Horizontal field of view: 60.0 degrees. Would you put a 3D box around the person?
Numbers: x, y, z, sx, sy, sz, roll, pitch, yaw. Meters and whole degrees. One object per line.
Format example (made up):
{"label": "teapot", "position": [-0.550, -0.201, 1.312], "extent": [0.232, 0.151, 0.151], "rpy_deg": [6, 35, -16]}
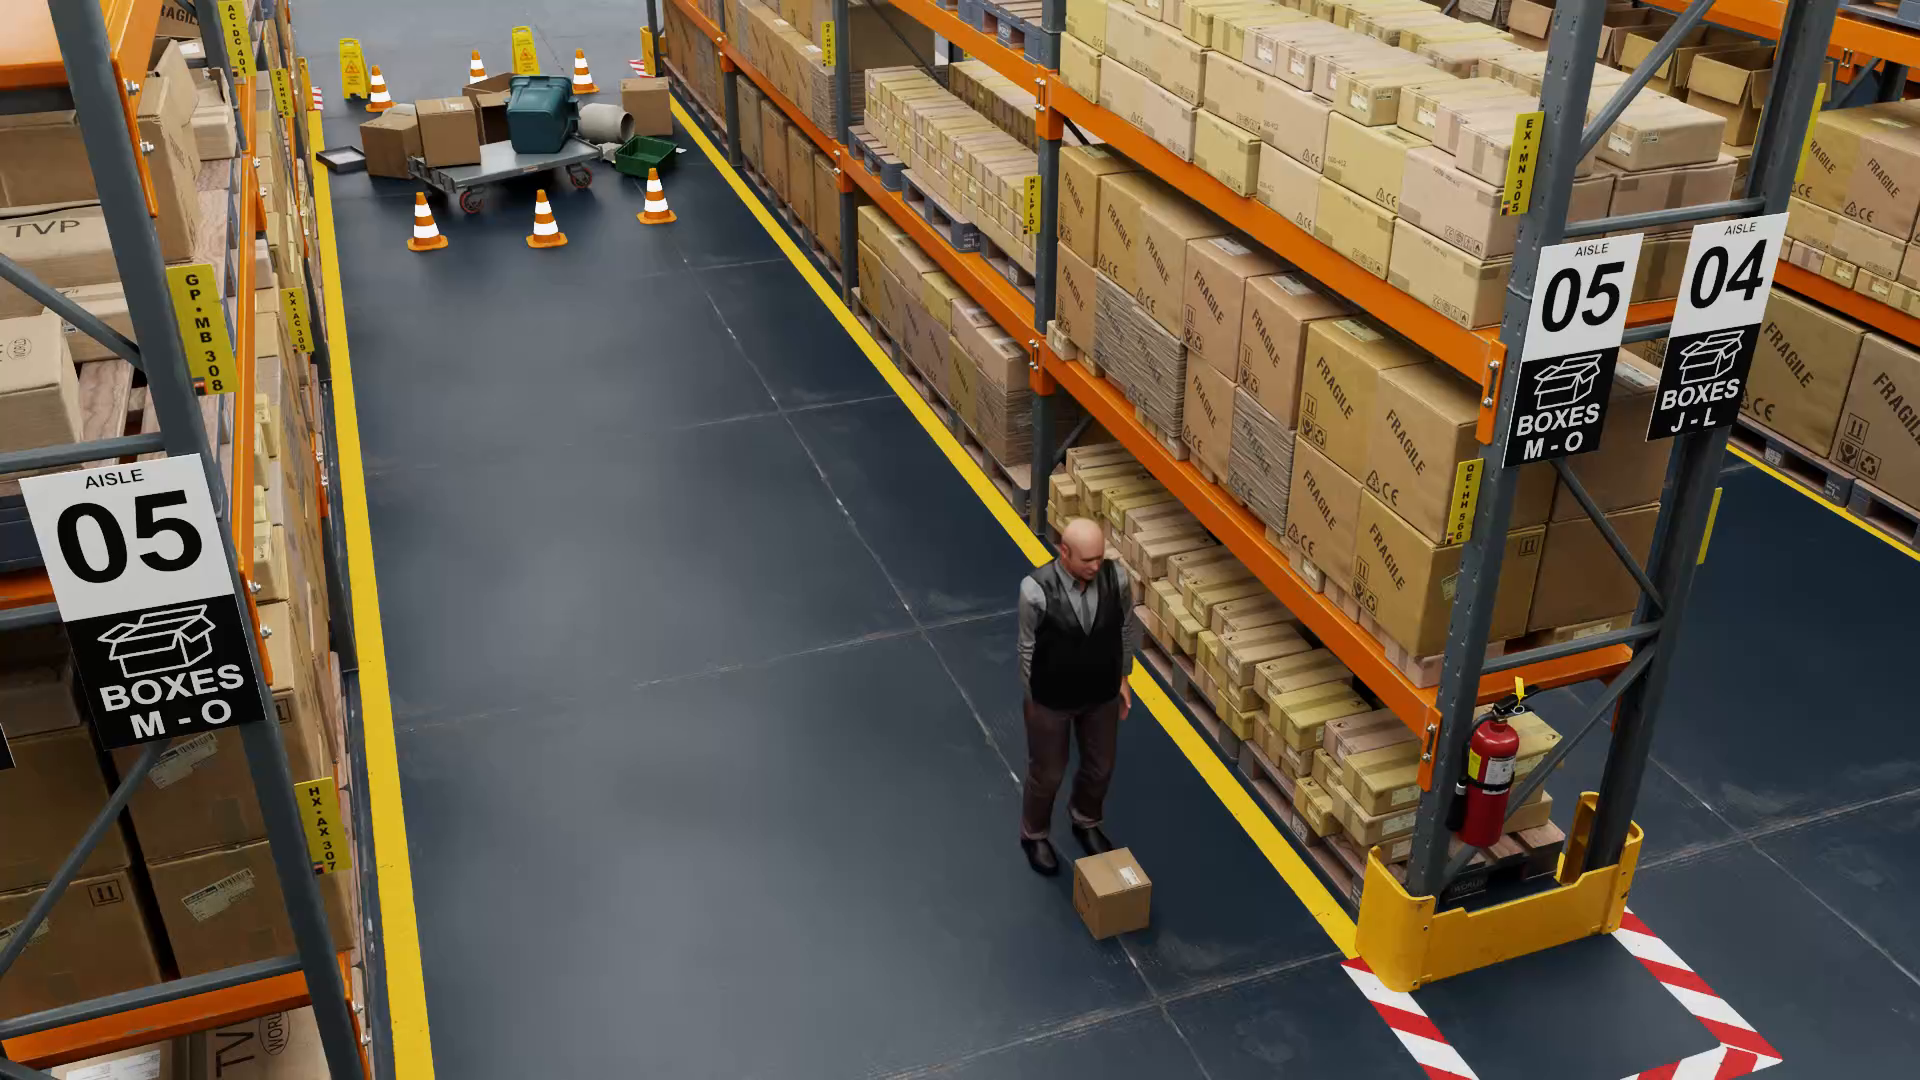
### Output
{"label": "person", "position": [0.503, 0.665, 7.227], "extent": [0.540, 1.706, 0.363], "rpy_deg": [-10, 31, -17]}
